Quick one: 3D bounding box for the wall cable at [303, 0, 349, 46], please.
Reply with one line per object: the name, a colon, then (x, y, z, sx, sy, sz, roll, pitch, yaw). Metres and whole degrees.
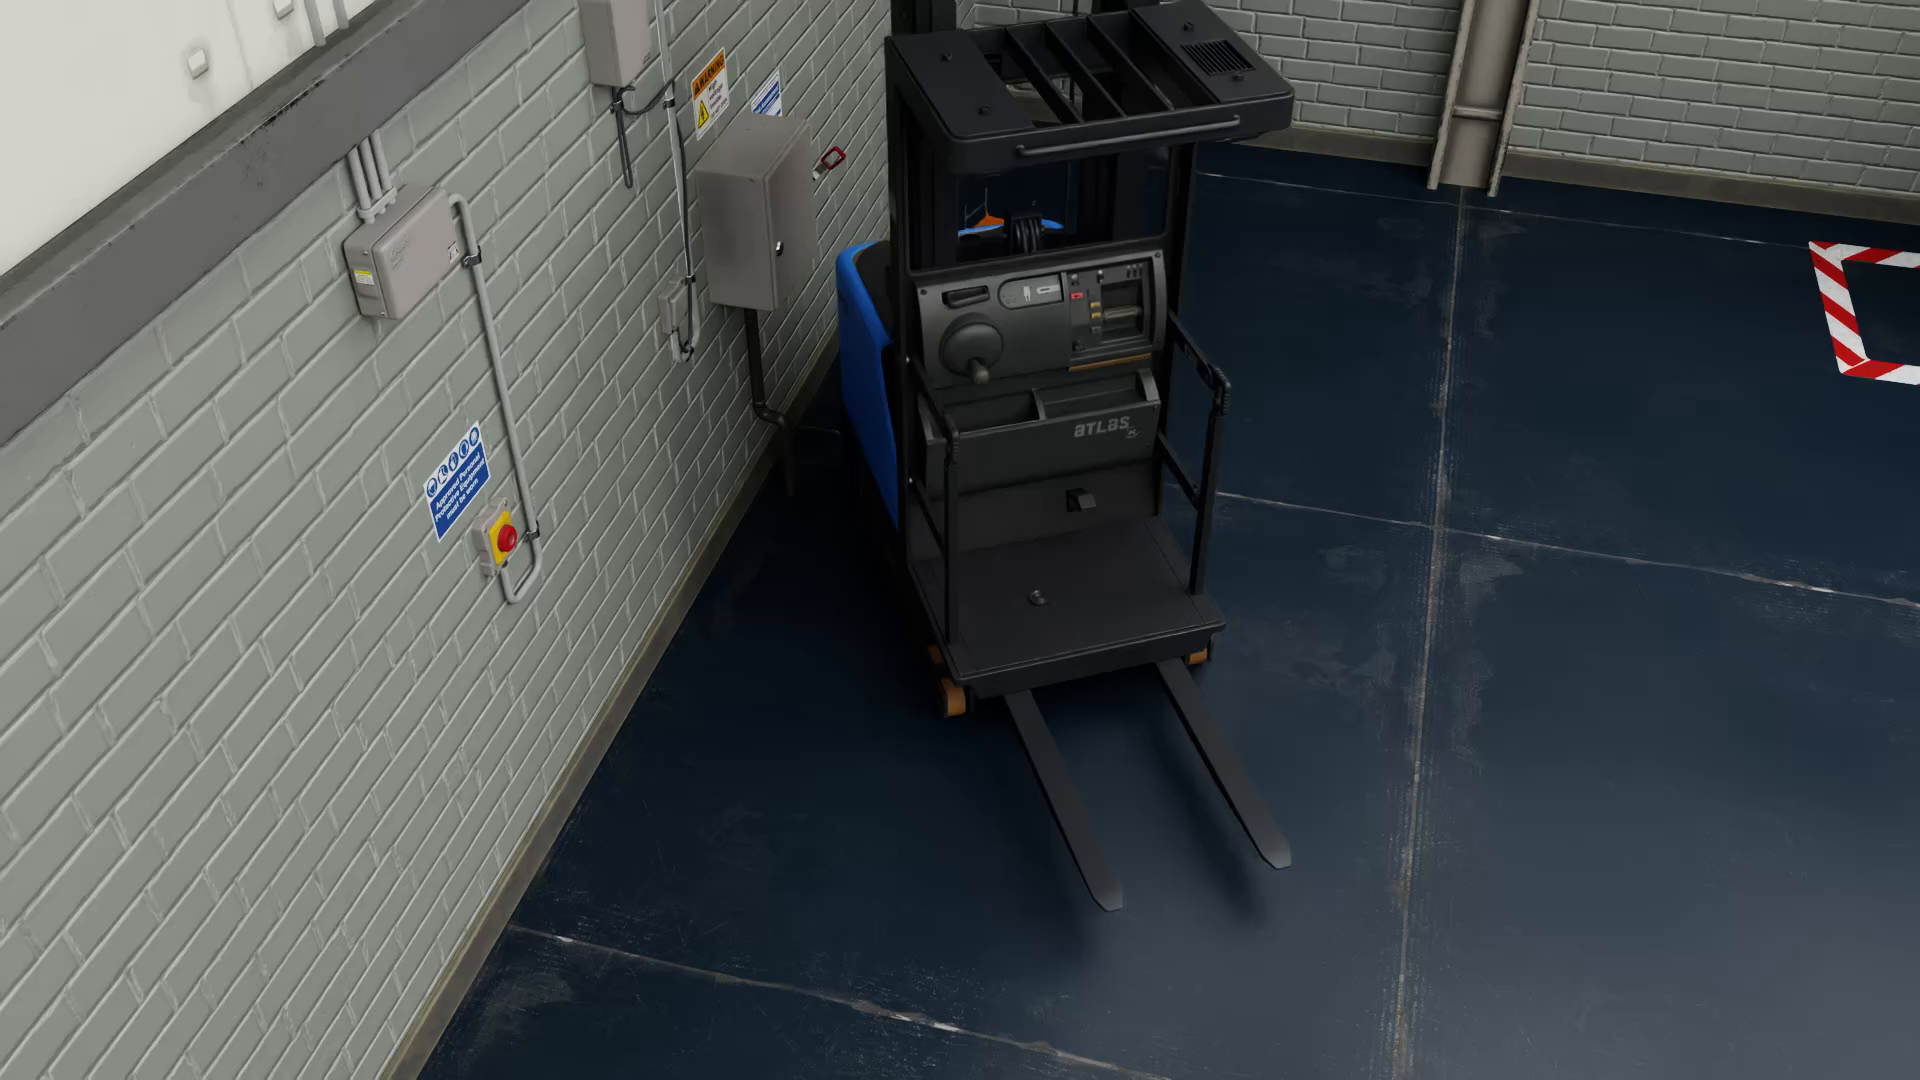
wall cable: (-1.526, -2.236, 2.915, 0.029, 3.000, 0.463, 10, 41, 11)

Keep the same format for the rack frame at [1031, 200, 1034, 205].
rack frame: (0.276, -1.063, 7.699, 0.008, 1.050, 0.200, 21, 44, 23)

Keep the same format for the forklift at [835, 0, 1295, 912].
forklift: (0.365, -0.726, 5.836, 1.130, 2.935, 3.031, -11, 41, -13)

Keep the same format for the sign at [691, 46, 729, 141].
sign: (-0.942, -1.688, 6.286, 0.001, 0.242, 0.339, 10, 41, 11)

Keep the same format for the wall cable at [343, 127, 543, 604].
wall cable: (-1.412, -0.492, 4.689, 0.123, 1.953, 0.585, 10, 41, 11)

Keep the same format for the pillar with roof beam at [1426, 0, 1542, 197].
pillar with roof beam: (1.836, -2.884, 3.686, 0.400, 9.000, 9.100, 10, 41, 11)

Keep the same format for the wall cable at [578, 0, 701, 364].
wall cable: (-1.056, -1.363, 5.751, 0.122, 1.984, 0.588, 10, 41, 11)

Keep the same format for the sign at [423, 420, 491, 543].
sign: (-1.483, -0.175, 4.916, 0.001, 0.218, 0.327, 10, 41, 11)

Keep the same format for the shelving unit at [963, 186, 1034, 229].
shelving unit: (0.171, -1.103, 7.747, 0.252, 1.050, 0.215, 21, 44, 23)

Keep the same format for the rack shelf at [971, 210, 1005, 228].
rack shelf: (0.171, -1.312, 7.572, 0.240, 0.259, 0.215, 21, 44, 23)

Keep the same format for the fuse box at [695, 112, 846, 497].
fuse box: (-0.728, -0.879, 6.966, 0.414, 1.711, 0.539, 10, 41, 11)

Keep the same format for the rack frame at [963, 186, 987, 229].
rack frame: (0.067, -1.143, 7.795, 0.008, 1.050, 0.200, 21, 44, 23)

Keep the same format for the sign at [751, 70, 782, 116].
sign: (-0.800, -1.677, 6.988, 0.001, 0.494, 0.329, 10, 41, 11)
